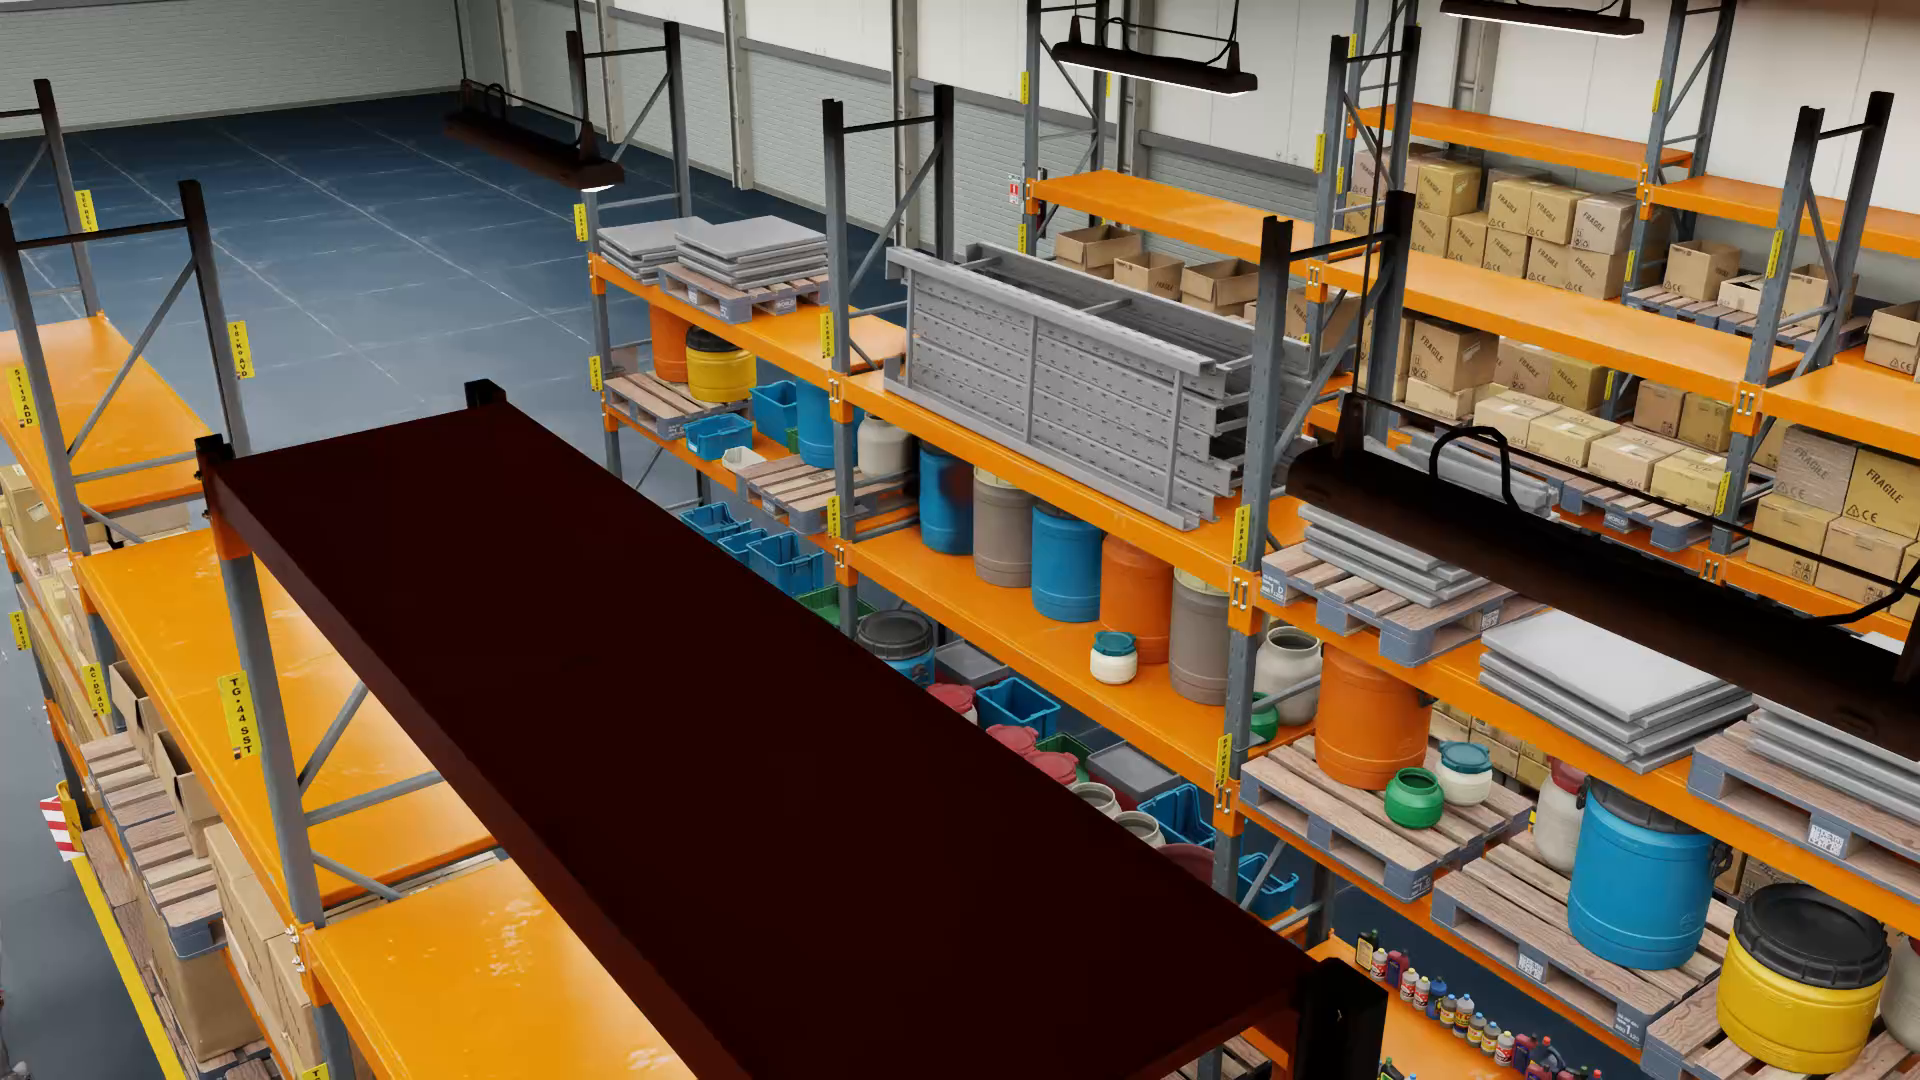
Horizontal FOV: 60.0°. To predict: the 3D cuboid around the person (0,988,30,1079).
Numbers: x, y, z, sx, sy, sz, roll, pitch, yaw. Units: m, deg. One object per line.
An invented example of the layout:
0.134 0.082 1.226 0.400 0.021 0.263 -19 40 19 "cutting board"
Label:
-6.461 2.837 10.717 0.628 1.769 0.423 8 26 16 "person"
